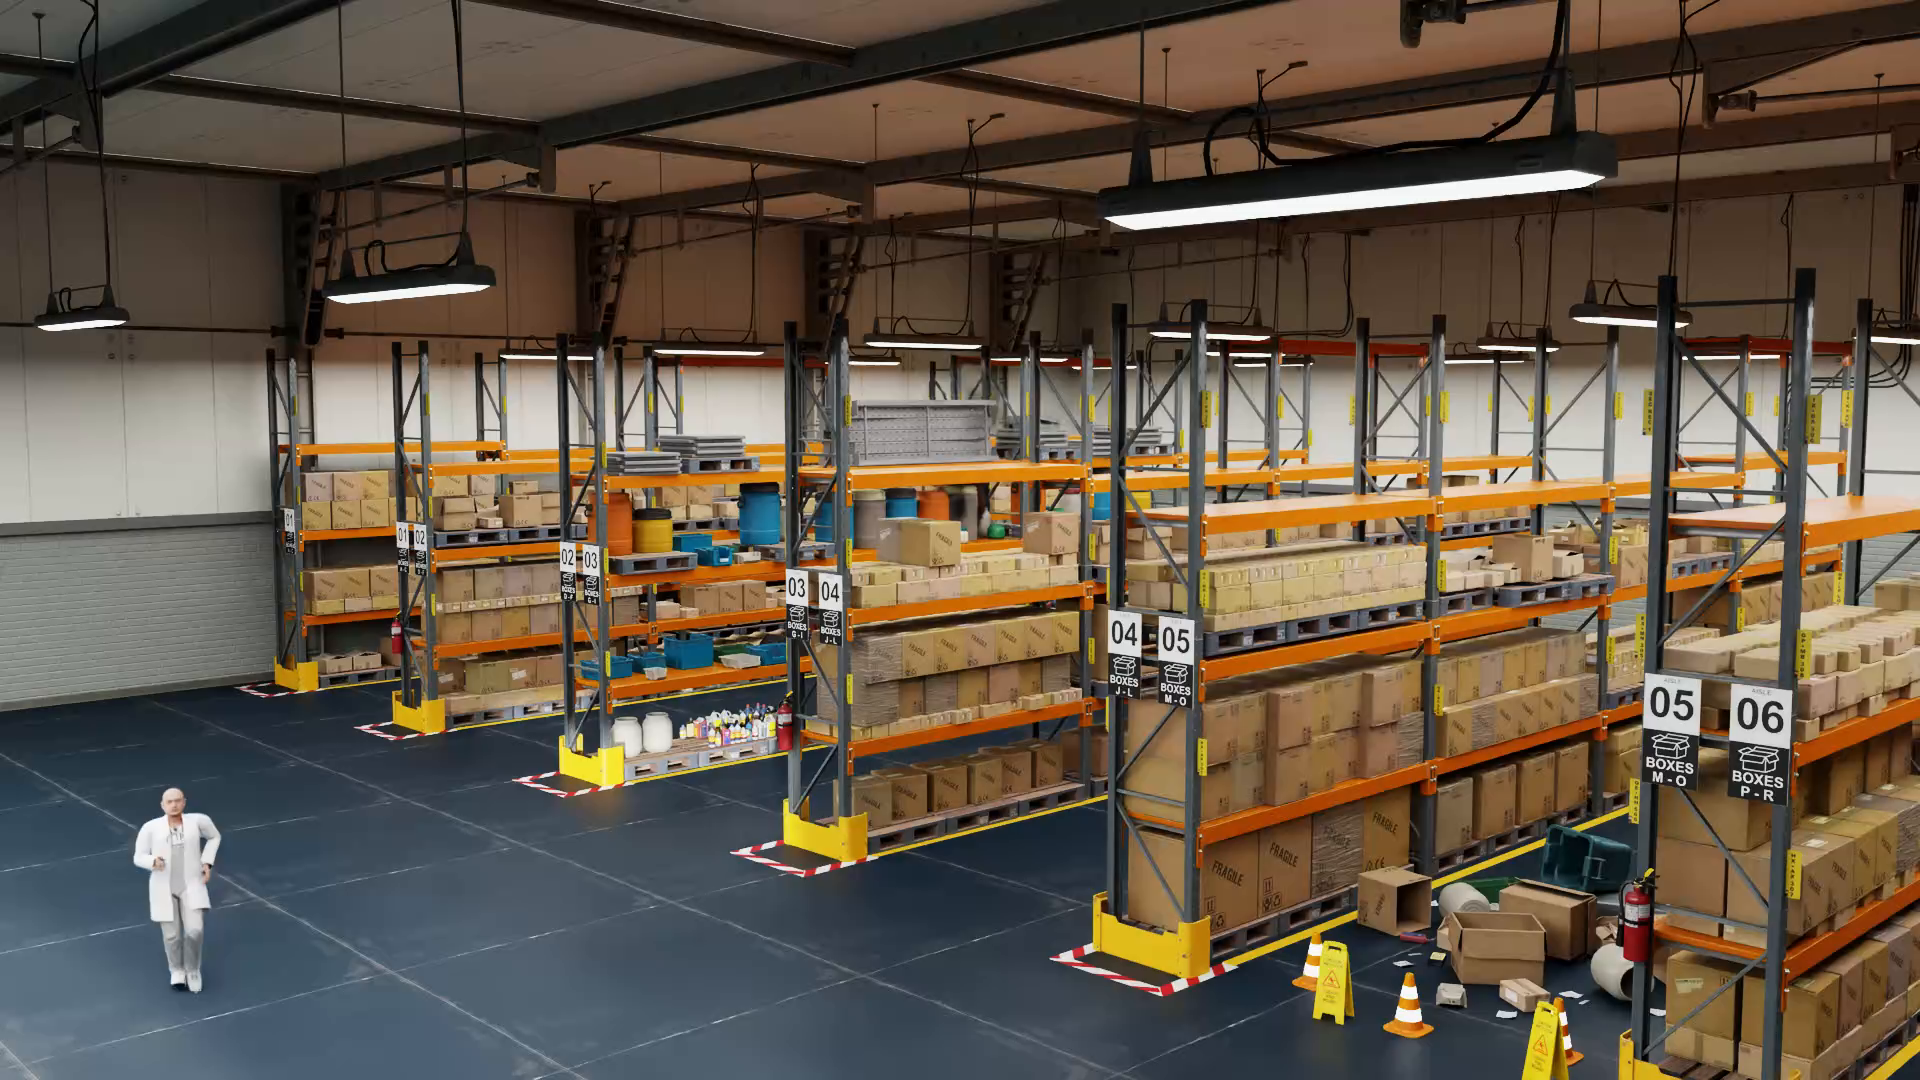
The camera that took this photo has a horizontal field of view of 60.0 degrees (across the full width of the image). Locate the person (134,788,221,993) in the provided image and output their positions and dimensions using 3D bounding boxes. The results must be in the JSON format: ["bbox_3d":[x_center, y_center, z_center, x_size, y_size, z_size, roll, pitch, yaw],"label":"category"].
[{"bbox_3d":[-6.755,3.048,14.390,0.688,1.797,0.724,-2,5,-25],"label":"person"}]
